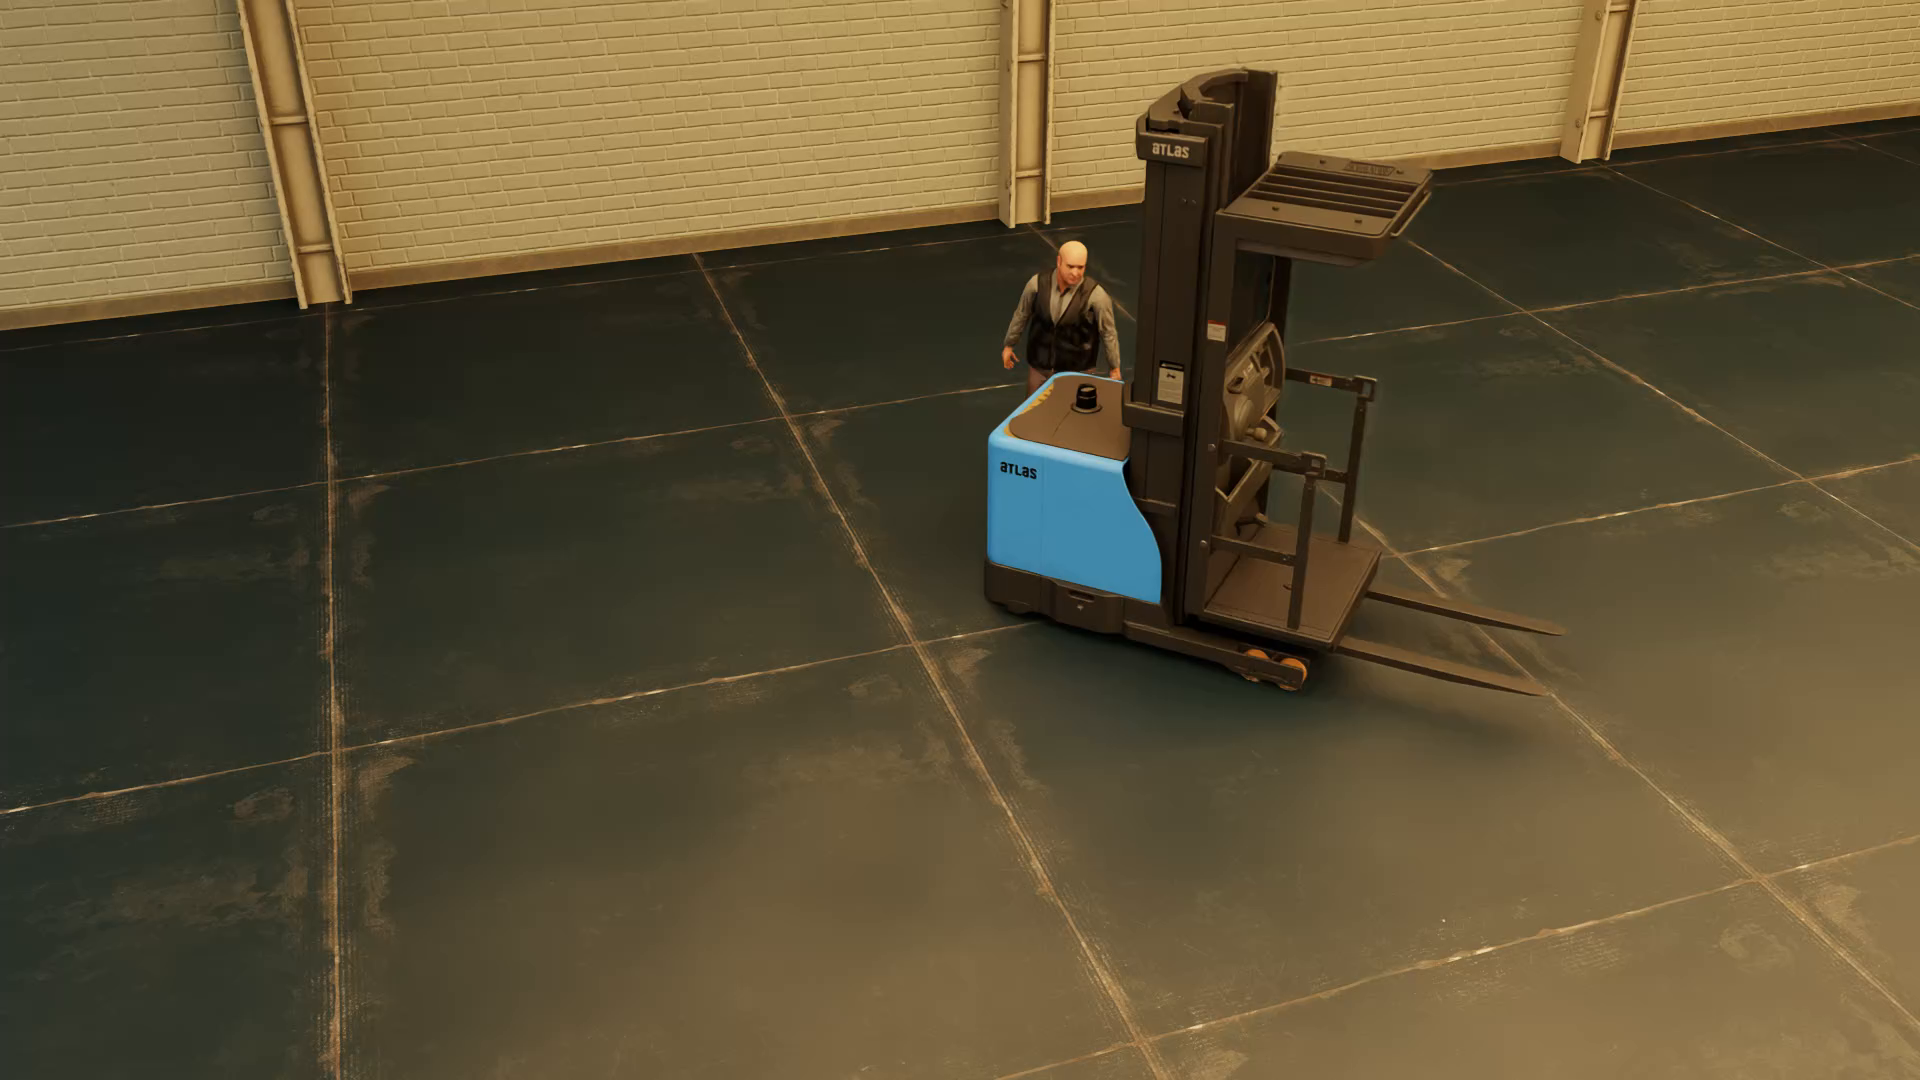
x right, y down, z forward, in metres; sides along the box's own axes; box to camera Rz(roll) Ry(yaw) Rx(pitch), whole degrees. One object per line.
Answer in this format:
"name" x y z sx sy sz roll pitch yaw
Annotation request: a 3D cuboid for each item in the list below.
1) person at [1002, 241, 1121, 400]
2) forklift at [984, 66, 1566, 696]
"person" 0.651 -1.055 10.199 0.864 1.694 0.408 11 32 18
"forklift" 1.689 -0.789 8.459 3.031 2.935 1.130 14 33 23
